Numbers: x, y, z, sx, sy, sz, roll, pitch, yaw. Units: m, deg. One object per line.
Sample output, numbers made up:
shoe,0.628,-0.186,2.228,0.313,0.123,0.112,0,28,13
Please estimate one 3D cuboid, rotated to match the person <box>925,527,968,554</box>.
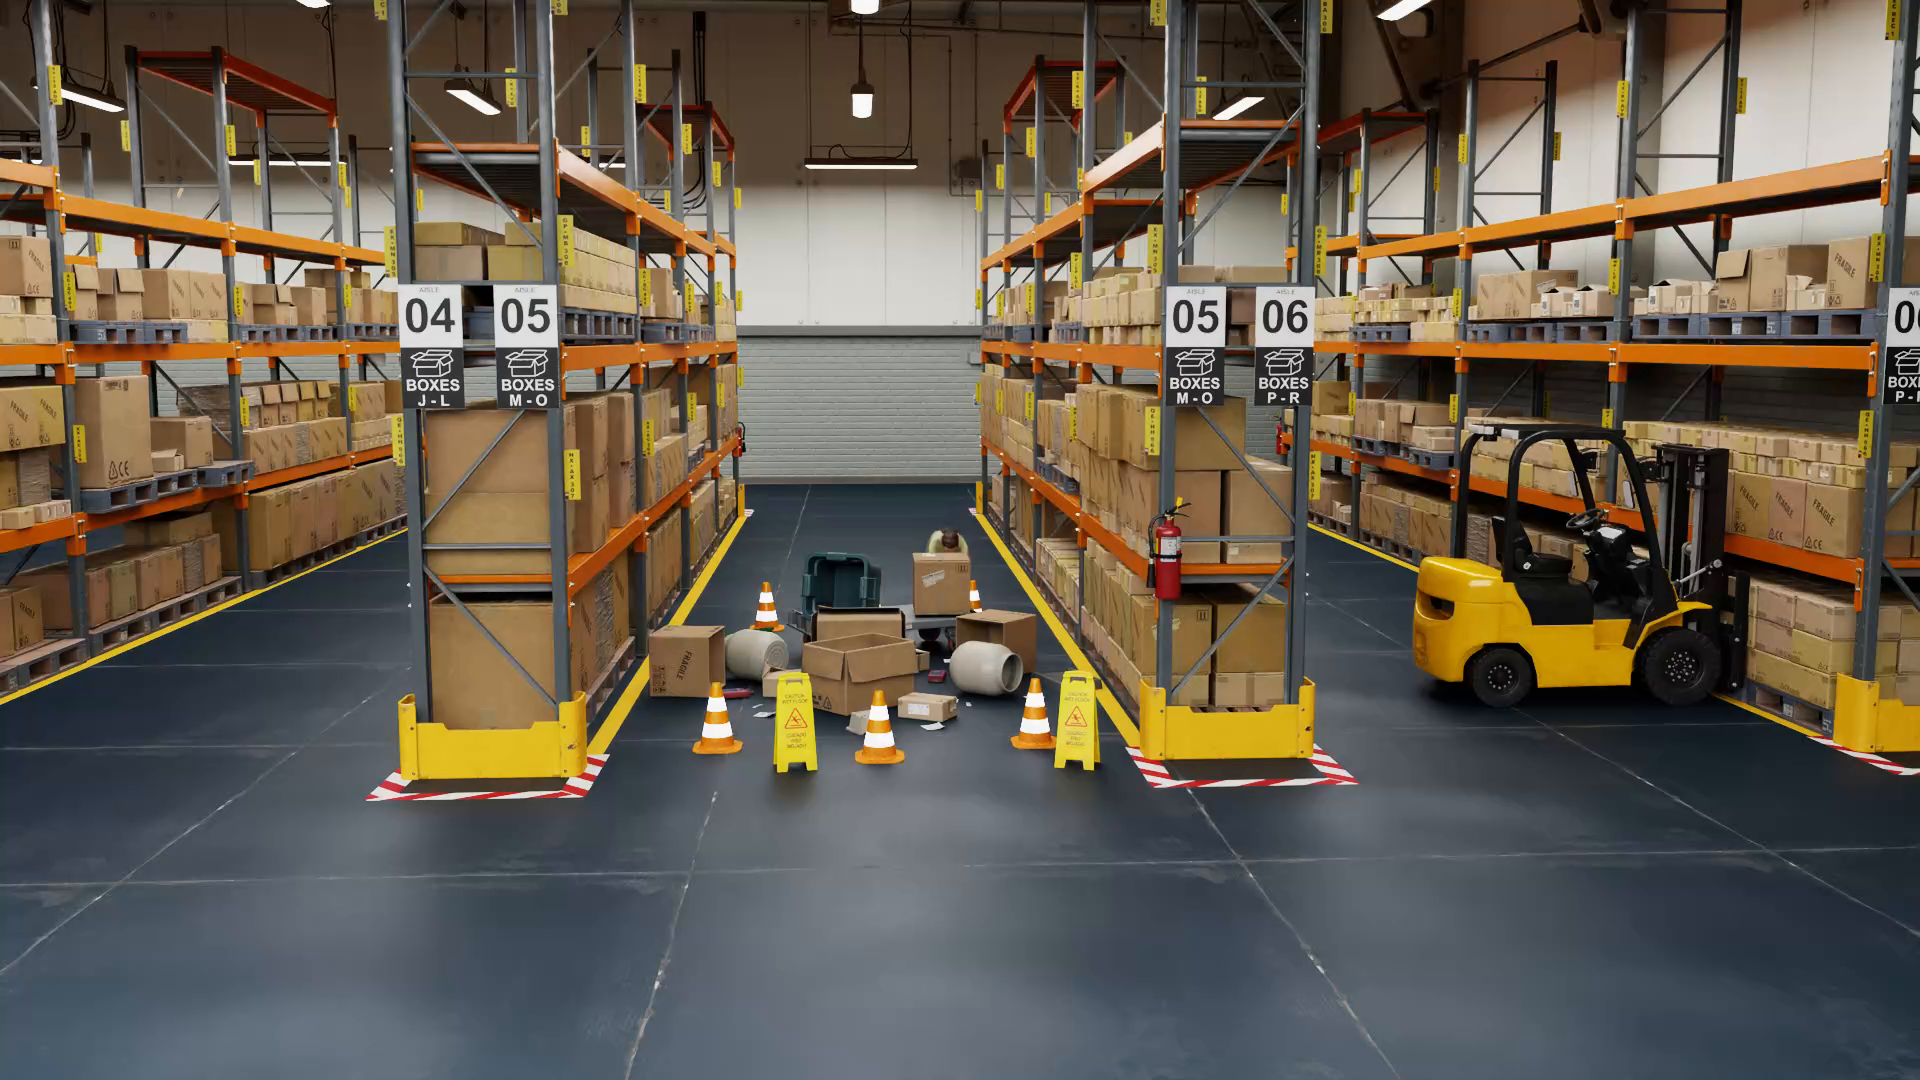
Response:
person,-0.151,0.306,17.270,0.465,0.945,0.860,-1,7,-6
